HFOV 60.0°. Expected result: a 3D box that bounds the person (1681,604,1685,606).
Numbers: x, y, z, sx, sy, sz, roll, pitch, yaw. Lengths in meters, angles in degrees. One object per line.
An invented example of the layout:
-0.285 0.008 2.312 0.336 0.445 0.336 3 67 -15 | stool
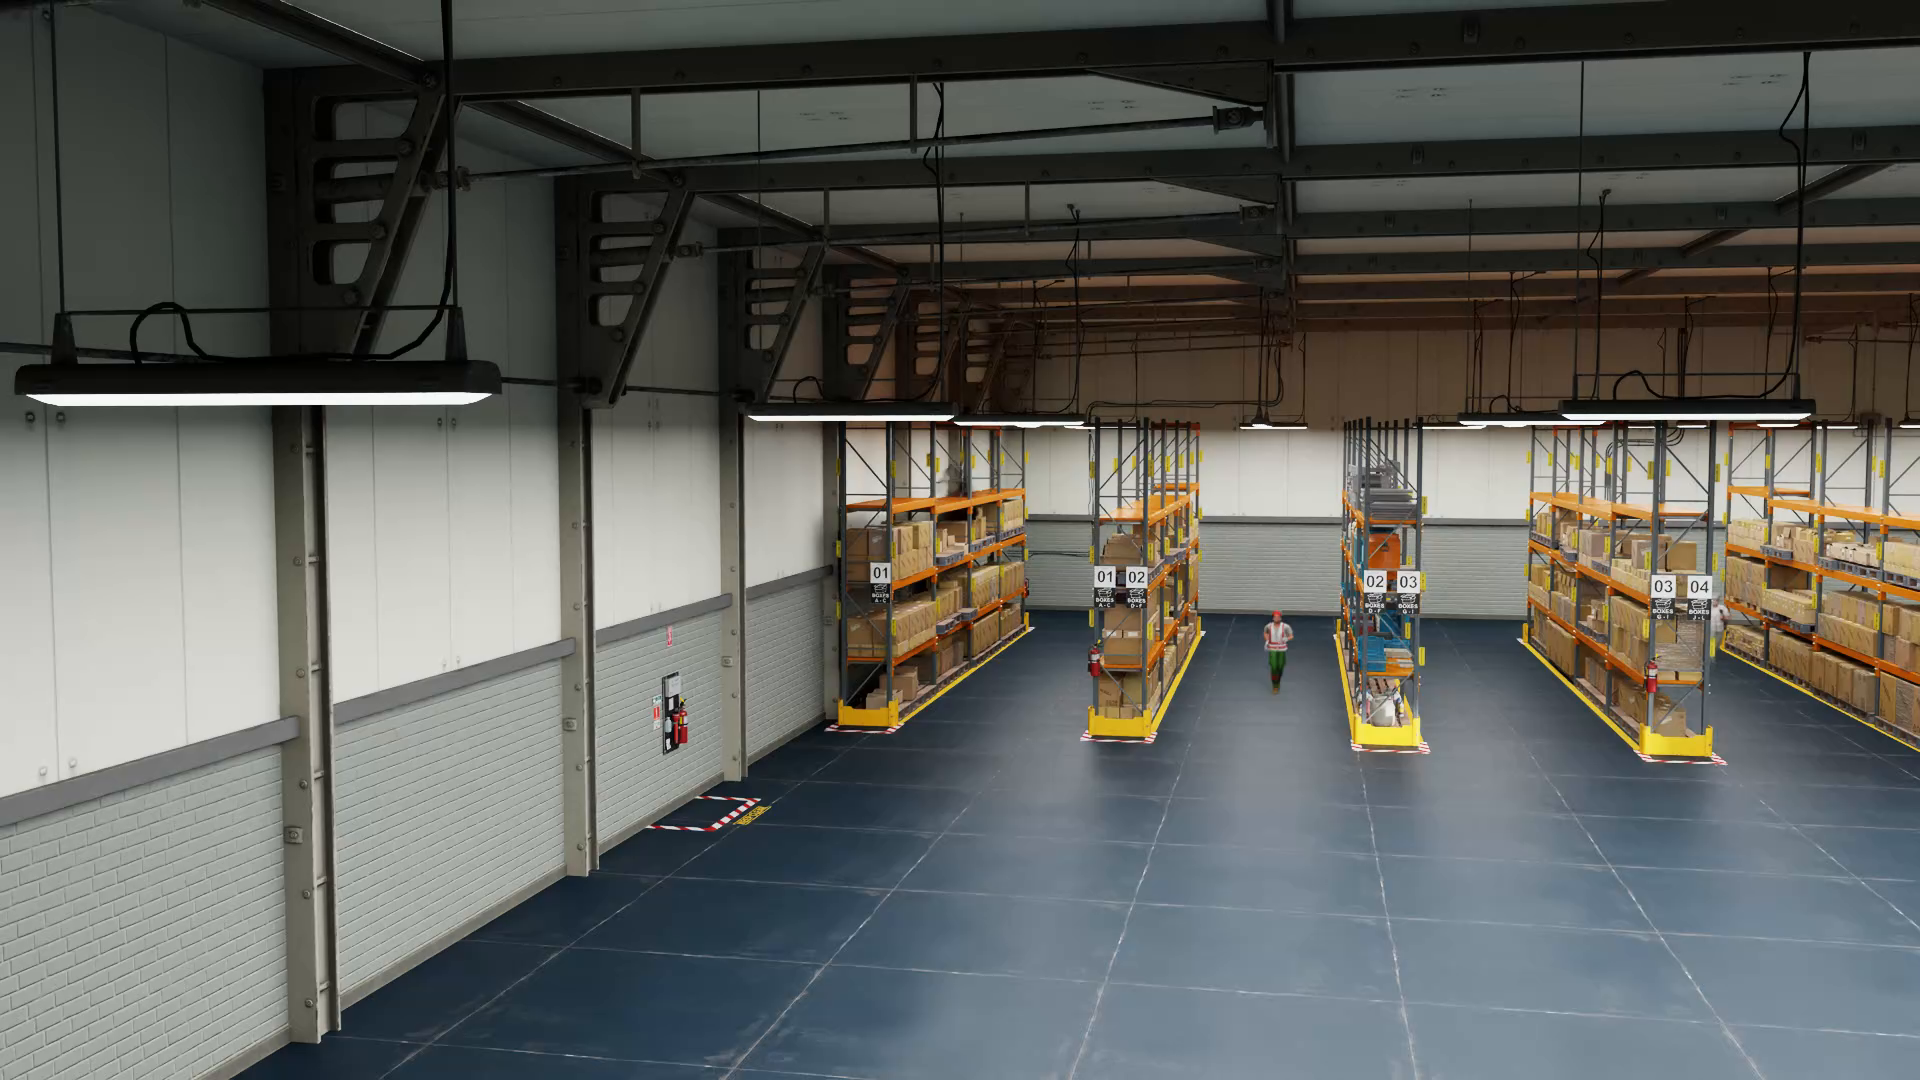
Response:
18.771 2.135 43.254 0.630 1.579 0.592 2 4 28 | person

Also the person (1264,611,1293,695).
7.010 2.448 36.586 0.633 1.804 0.928 1 4 11 | person

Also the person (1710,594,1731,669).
18.397 2.222 40.480 0.631 1.848 0.813 1 4 14 | person

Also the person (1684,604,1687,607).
18.503 2.135 41.621 0.672 1.821 0.782 1 4 13 | person
